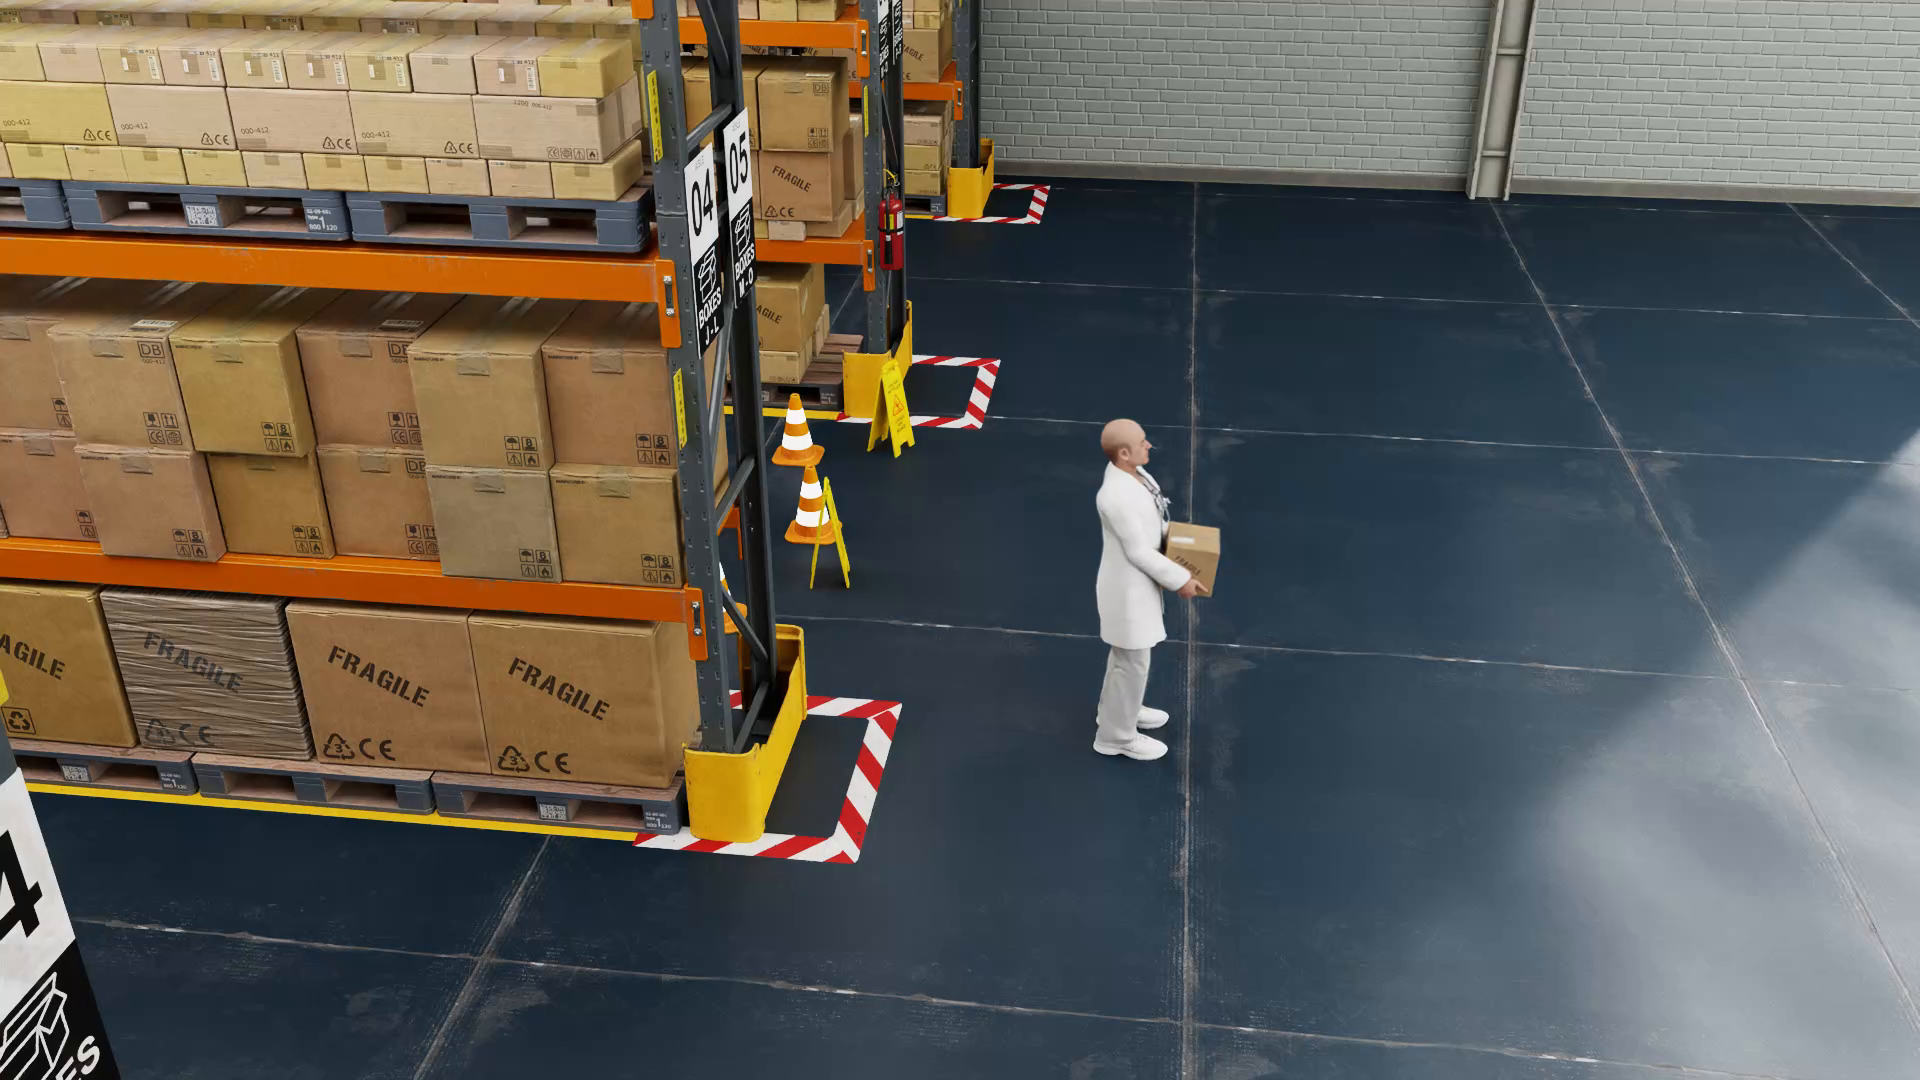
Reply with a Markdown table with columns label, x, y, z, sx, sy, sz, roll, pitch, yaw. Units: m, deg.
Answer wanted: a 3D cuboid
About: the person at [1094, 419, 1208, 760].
| label | x | y | z | sx | sy | sz | roll | pitch | yaw |
| --- | --- | --- | --- | --- | --- | --- | --- | --- | --- |
| person | 0.936 | 0.237 | 8.195 | 0.553 | 1.771 | 0.531 | 3 | 28 | 6 |
